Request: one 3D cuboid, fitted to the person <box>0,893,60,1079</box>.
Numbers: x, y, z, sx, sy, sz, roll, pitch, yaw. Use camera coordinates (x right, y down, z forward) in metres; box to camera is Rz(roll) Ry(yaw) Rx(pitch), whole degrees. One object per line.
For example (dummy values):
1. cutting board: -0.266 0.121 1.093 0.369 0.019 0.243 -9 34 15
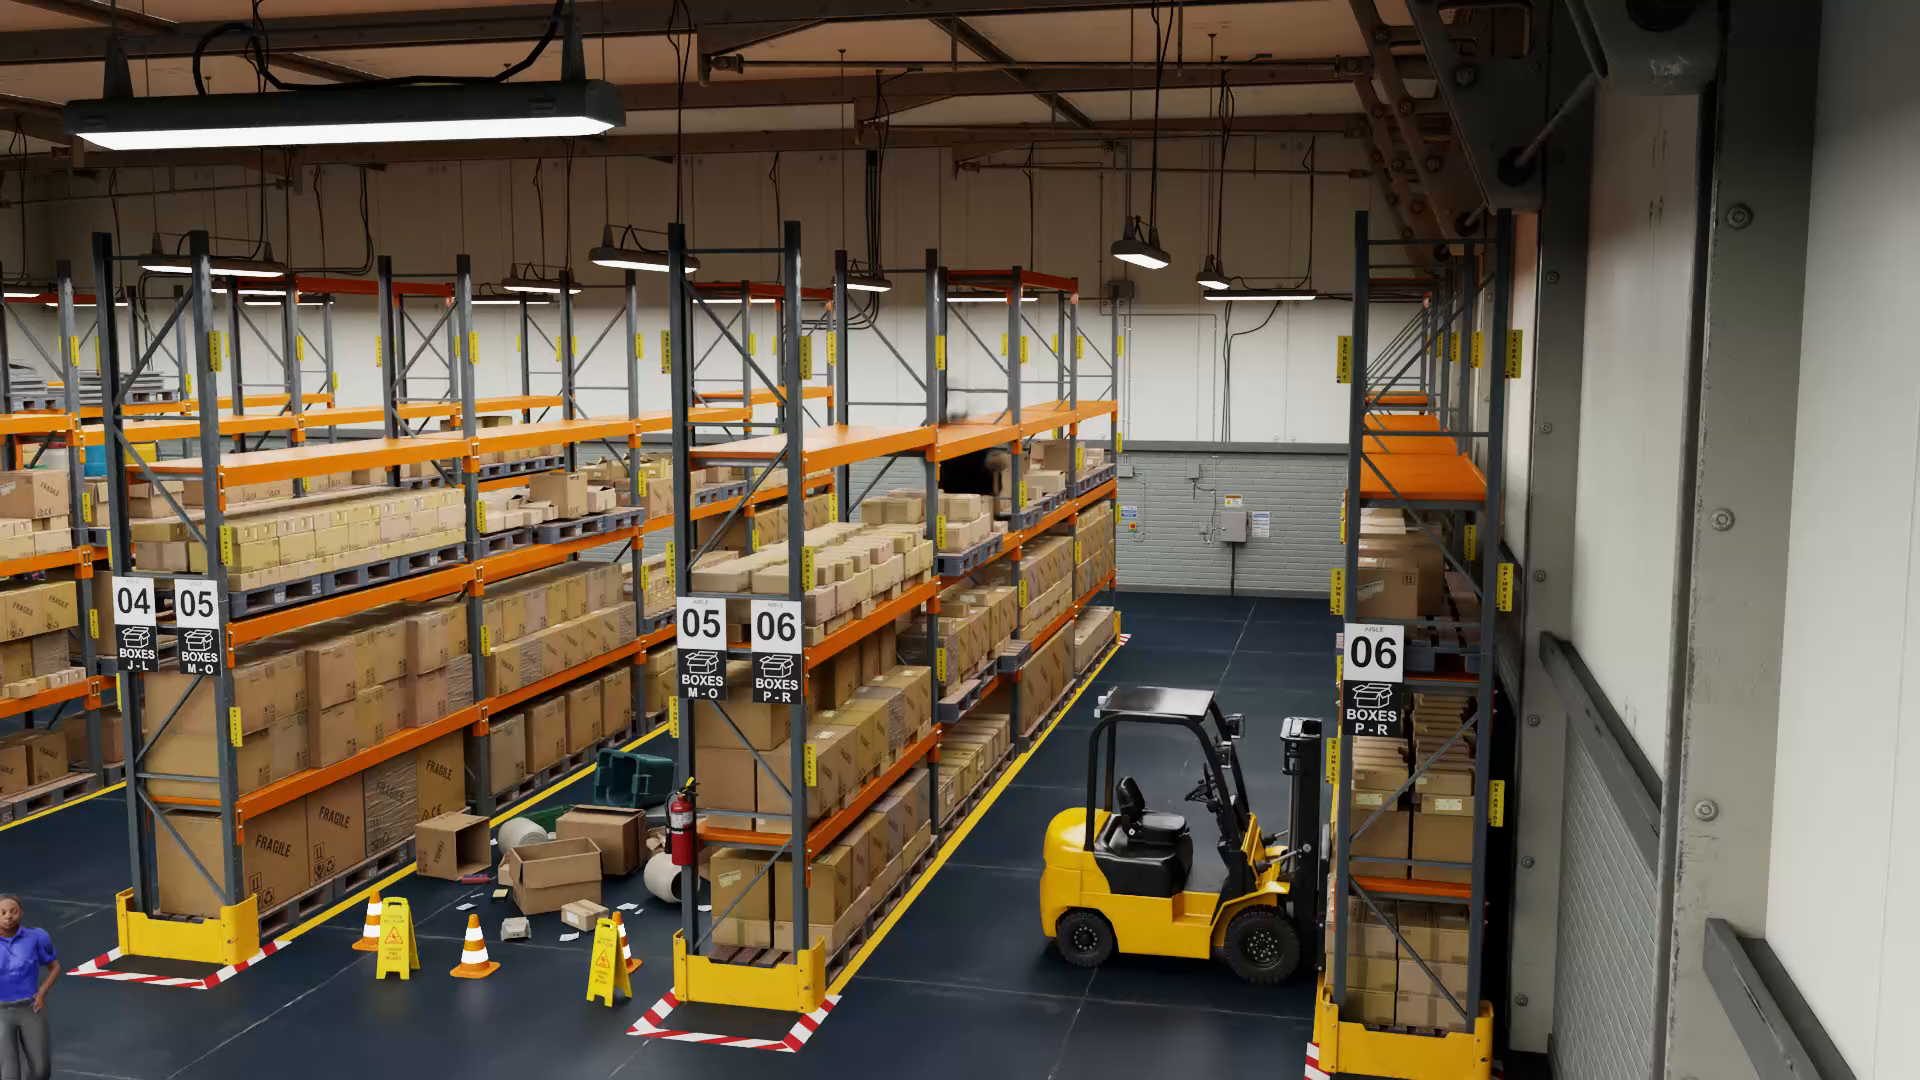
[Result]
1. person: -6.126 3.065 10.752 0.579 1.607 0.678 -5 8 -33
